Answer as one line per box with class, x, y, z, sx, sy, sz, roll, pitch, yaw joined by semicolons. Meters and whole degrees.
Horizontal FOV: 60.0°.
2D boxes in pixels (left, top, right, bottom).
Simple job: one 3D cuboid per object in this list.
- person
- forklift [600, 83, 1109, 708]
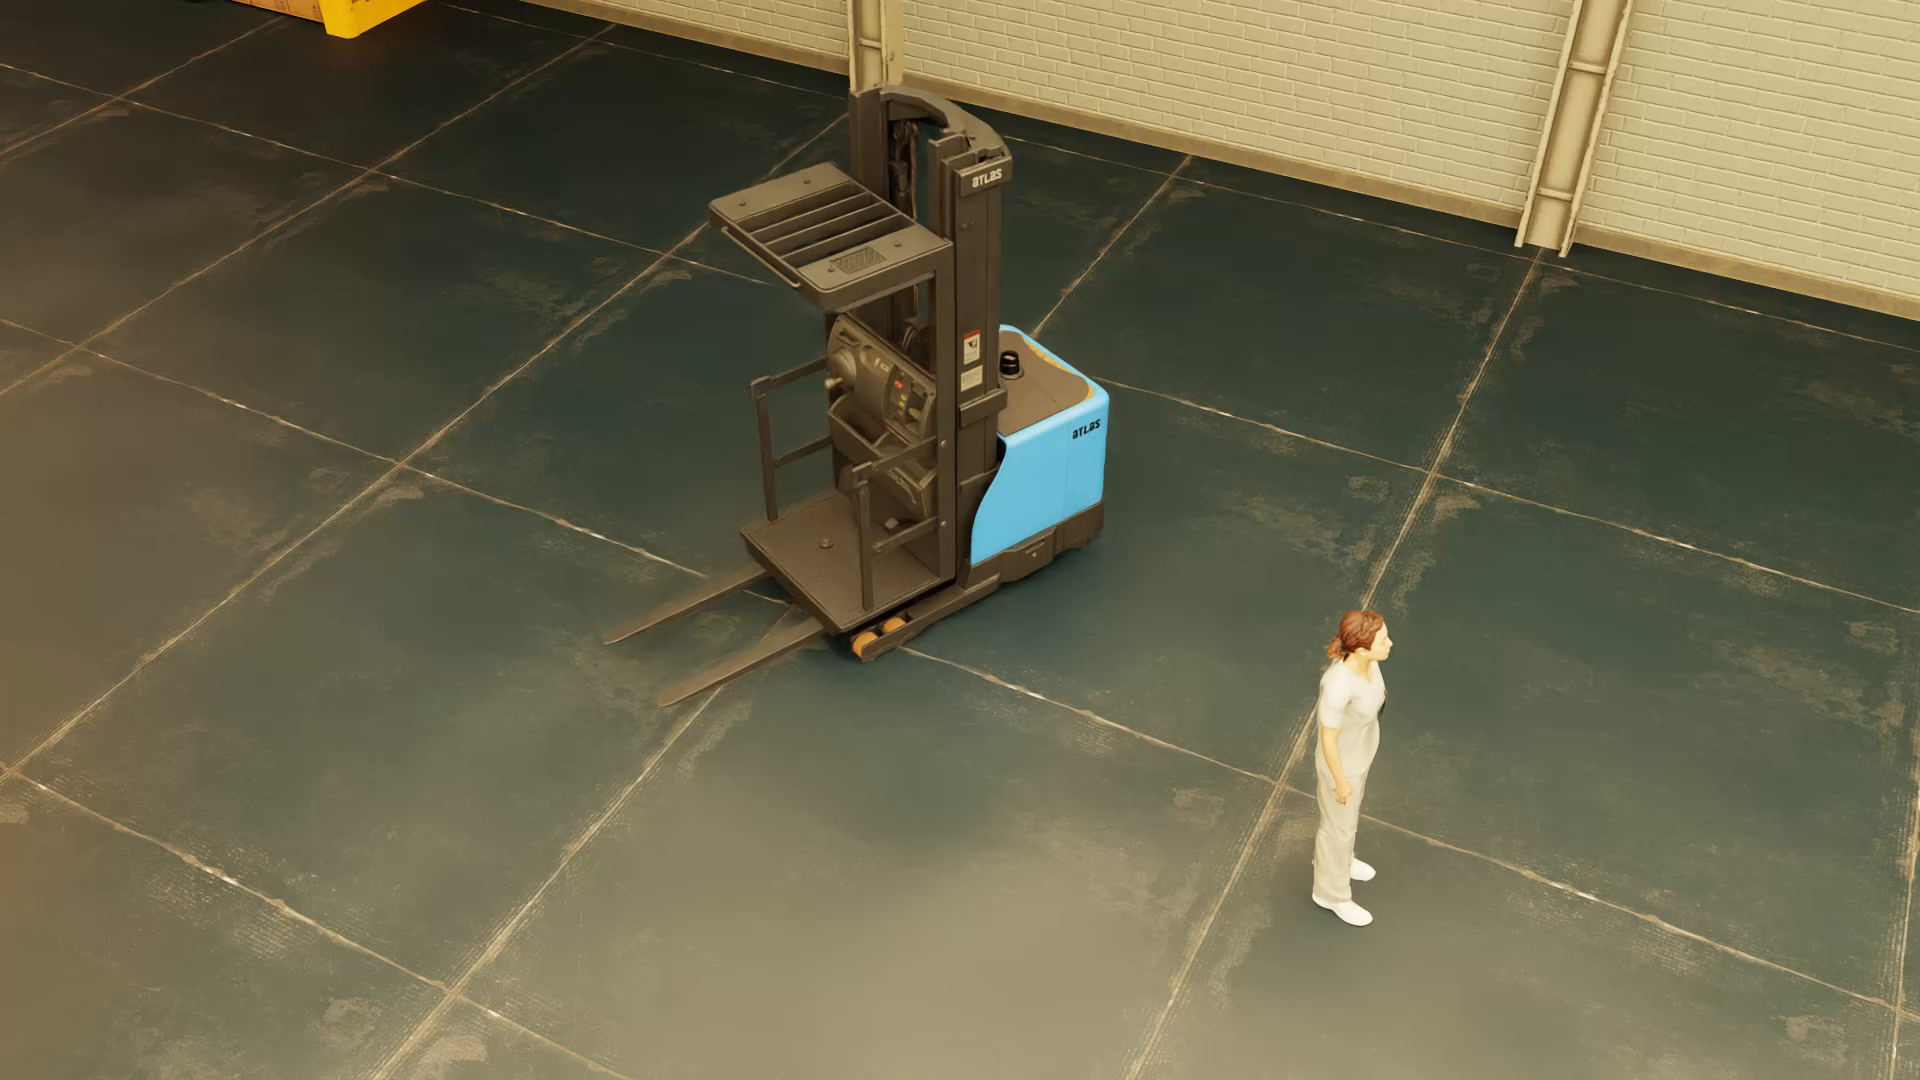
person;1.859;1.024;7.751;0.524;1.672;0.527;19;44;21
forklift;-0.601;-0.821;8.961;3.031;2.935;1.130;-26;47;-28
